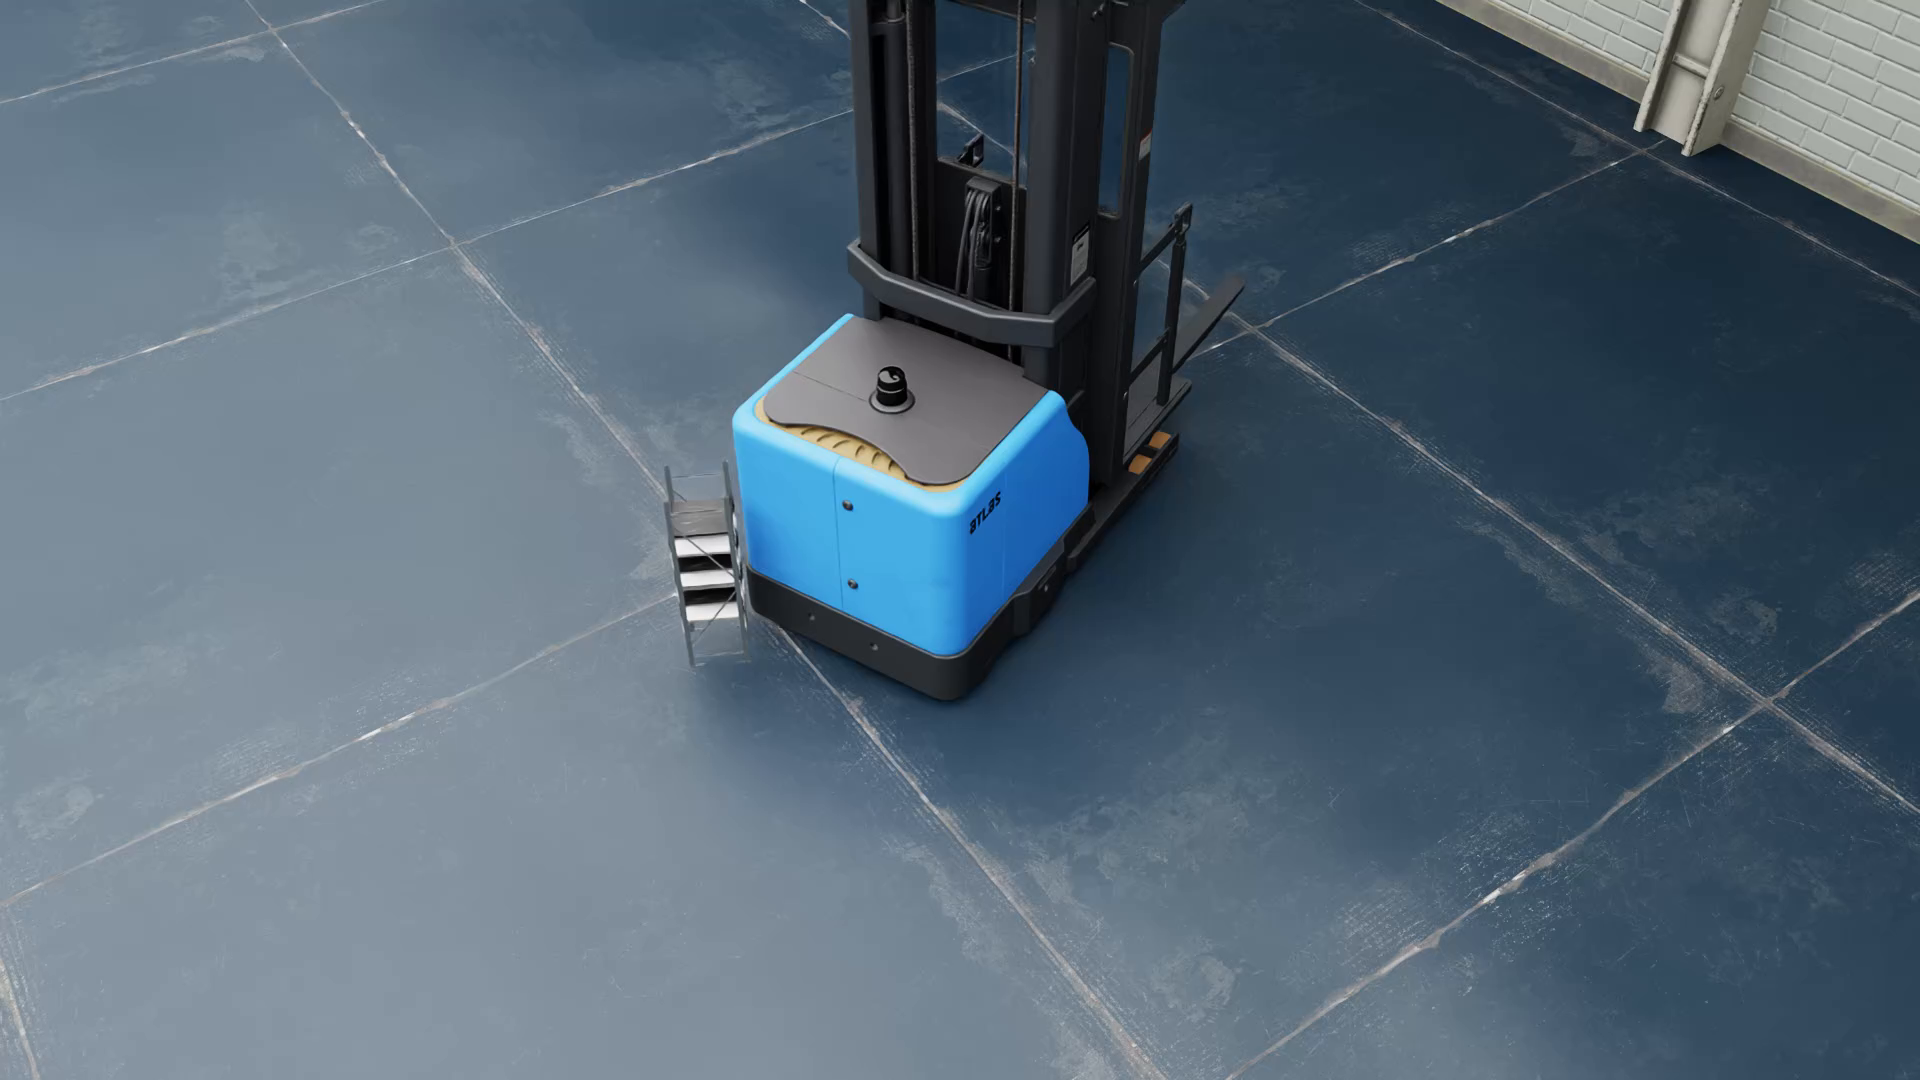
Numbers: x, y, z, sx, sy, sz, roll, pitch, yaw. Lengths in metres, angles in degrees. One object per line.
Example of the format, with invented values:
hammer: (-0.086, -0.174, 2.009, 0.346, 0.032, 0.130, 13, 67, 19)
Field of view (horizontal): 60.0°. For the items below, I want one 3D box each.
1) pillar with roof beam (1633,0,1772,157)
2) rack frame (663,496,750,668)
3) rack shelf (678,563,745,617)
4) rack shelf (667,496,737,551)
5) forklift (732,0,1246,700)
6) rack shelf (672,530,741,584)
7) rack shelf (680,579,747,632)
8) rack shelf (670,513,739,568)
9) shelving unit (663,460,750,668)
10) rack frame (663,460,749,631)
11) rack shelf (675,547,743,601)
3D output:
pillar with roof beam: (0.664, -3.925, 4.835, 9.100, 9.000, 0.400, -26, 49, -24)
rack frame: (-0.968, 0.178, 6.403, 0.240, 0.900, 0.006, -5, 44, -5)
rack shelf: (-0.981, 0.197, 6.561, 0.258, 0.077, 0.200, -5, 44, -5)
rack shelf: (-0.980, -0.063, 6.313, 0.258, 0.077, 0.200, -5, 44, -5)
forklift: (0.339, -1.435, 6.621, 1.130, 2.935, 3.031, 23, 48, 23)
rack shelf: (-0.980, 0.067, 6.437, 0.258, 0.077, 0.200, -5, 44, -5)
rack shelf: (-0.981, 0.262, 6.623, 0.258, 0.077, 0.200, -5, 44, -5)
rack shelf: (-0.980, 0.002, 6.375, 0.258, 0.077, 0.200, -5, 44, -5)
shelving unit: (-0.980, 0.108, 6.476, 0.258, 0.900, 0.210, -5, 44, -5)
rack frame: (-0.993, 0.038, 6.549, 0.240, 0.900, 0.006, -5, 44, -5)
rack shelf: (-0.980, 0.132, 6.499, 0.258, 0.077, 0.200, -5, 44, -5)
